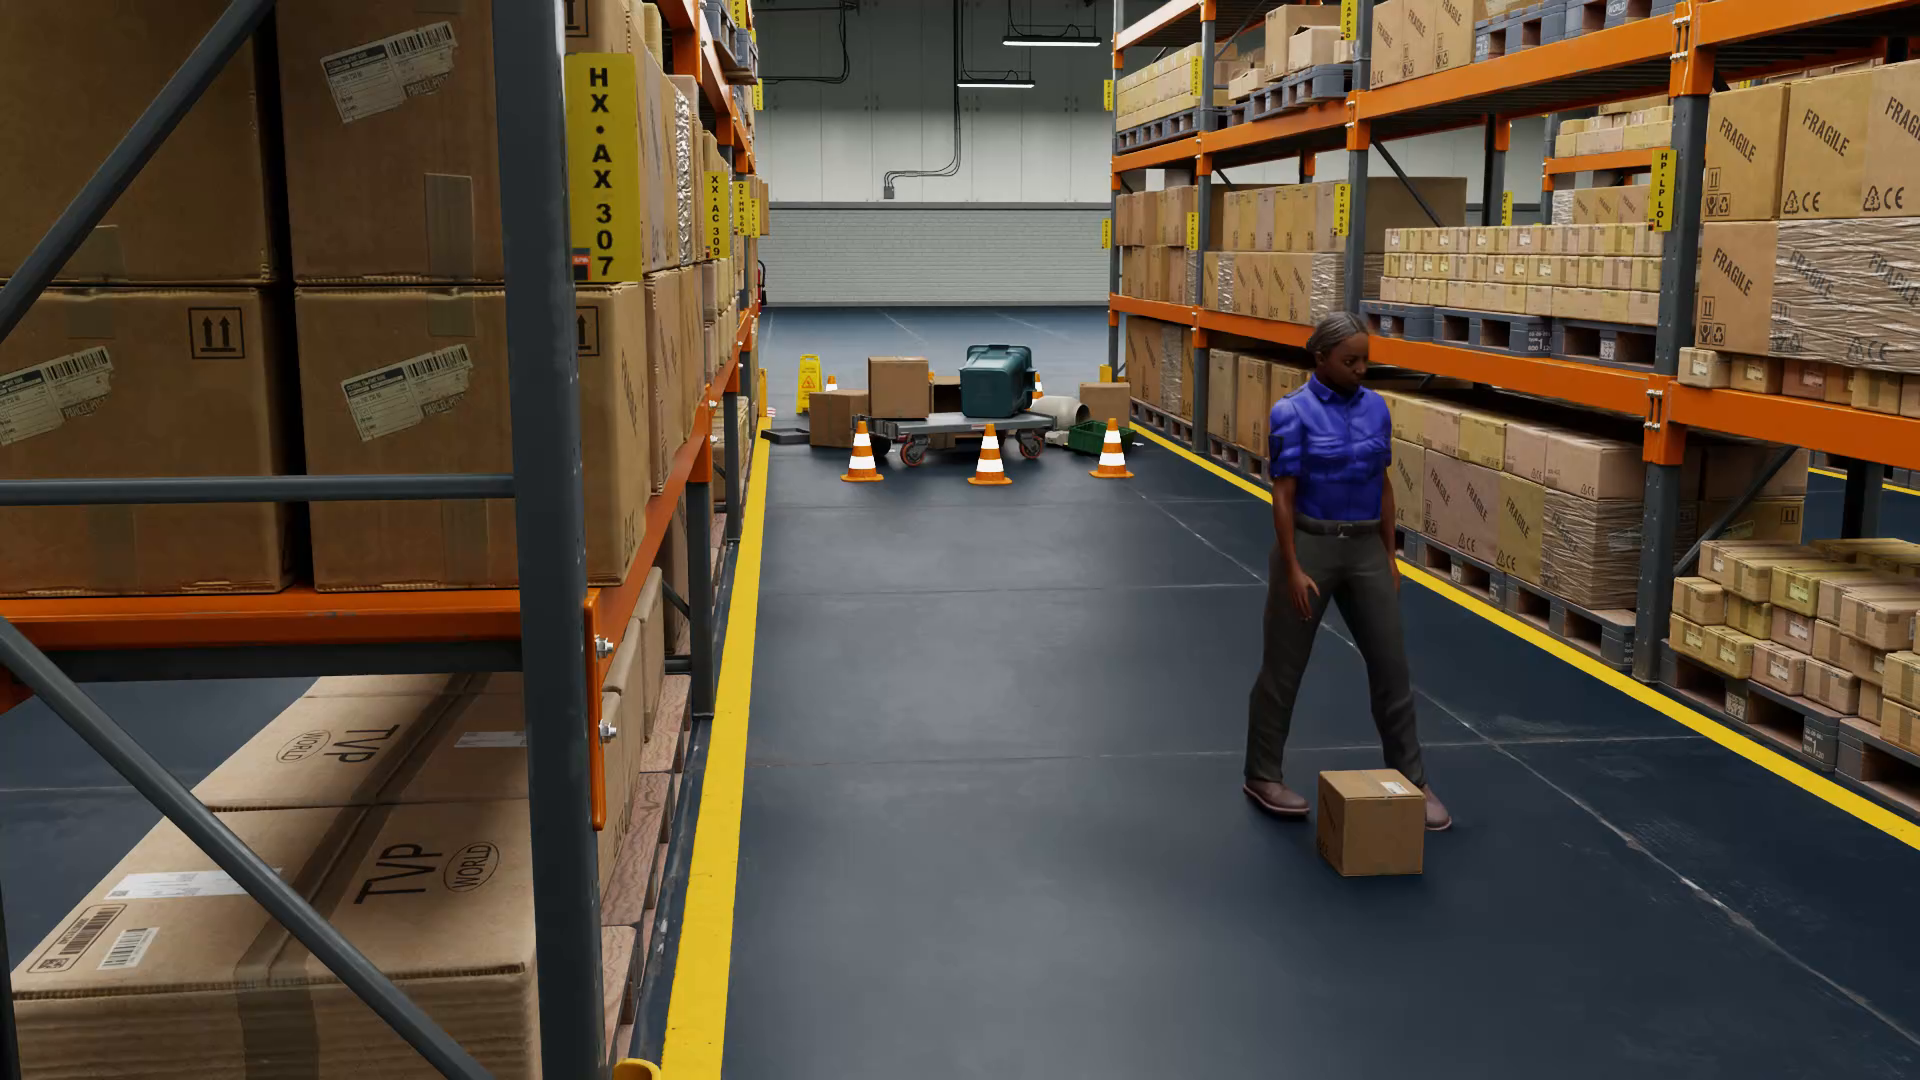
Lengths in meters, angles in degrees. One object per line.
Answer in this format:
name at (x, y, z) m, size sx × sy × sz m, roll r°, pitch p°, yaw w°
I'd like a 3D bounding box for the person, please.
person at (1.284, 0.097, 5.390) m, size 0.550 × 1.666 × 0.524 m, roll -3°, pitch 11°, yaw -17°
